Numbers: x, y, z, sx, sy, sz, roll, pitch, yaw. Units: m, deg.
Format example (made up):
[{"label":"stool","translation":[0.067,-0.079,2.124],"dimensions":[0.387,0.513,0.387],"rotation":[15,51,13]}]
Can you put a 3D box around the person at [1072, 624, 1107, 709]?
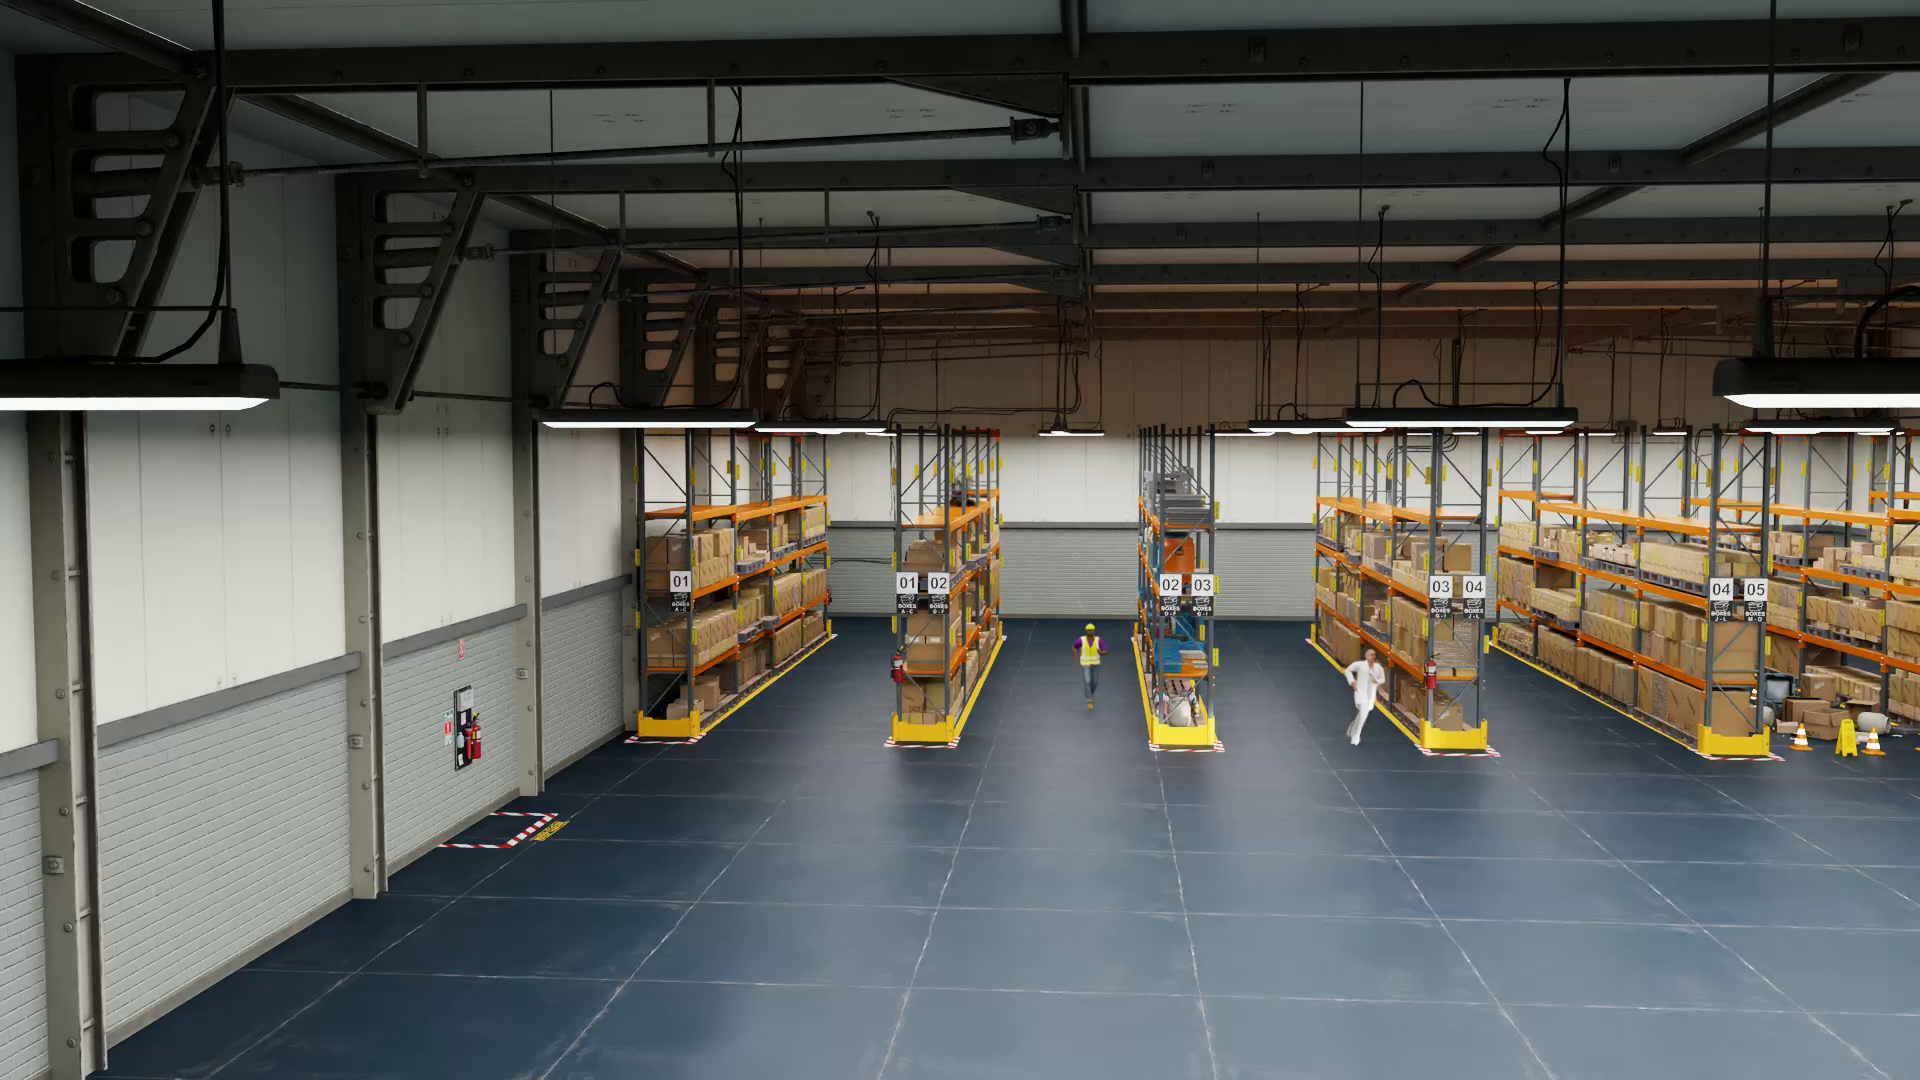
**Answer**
[{"label":"person","translation":[2.773,2.657,35.377],"dimensions":[0.700,1.754,0.989],"rotation":[0,3,-6]}]

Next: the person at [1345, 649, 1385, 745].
[{"label":"person","translation":[7.652,2.953,31.399],"dimensions":[0.679,1.816,0.727],"rotation":[-1,4,-16]}]
